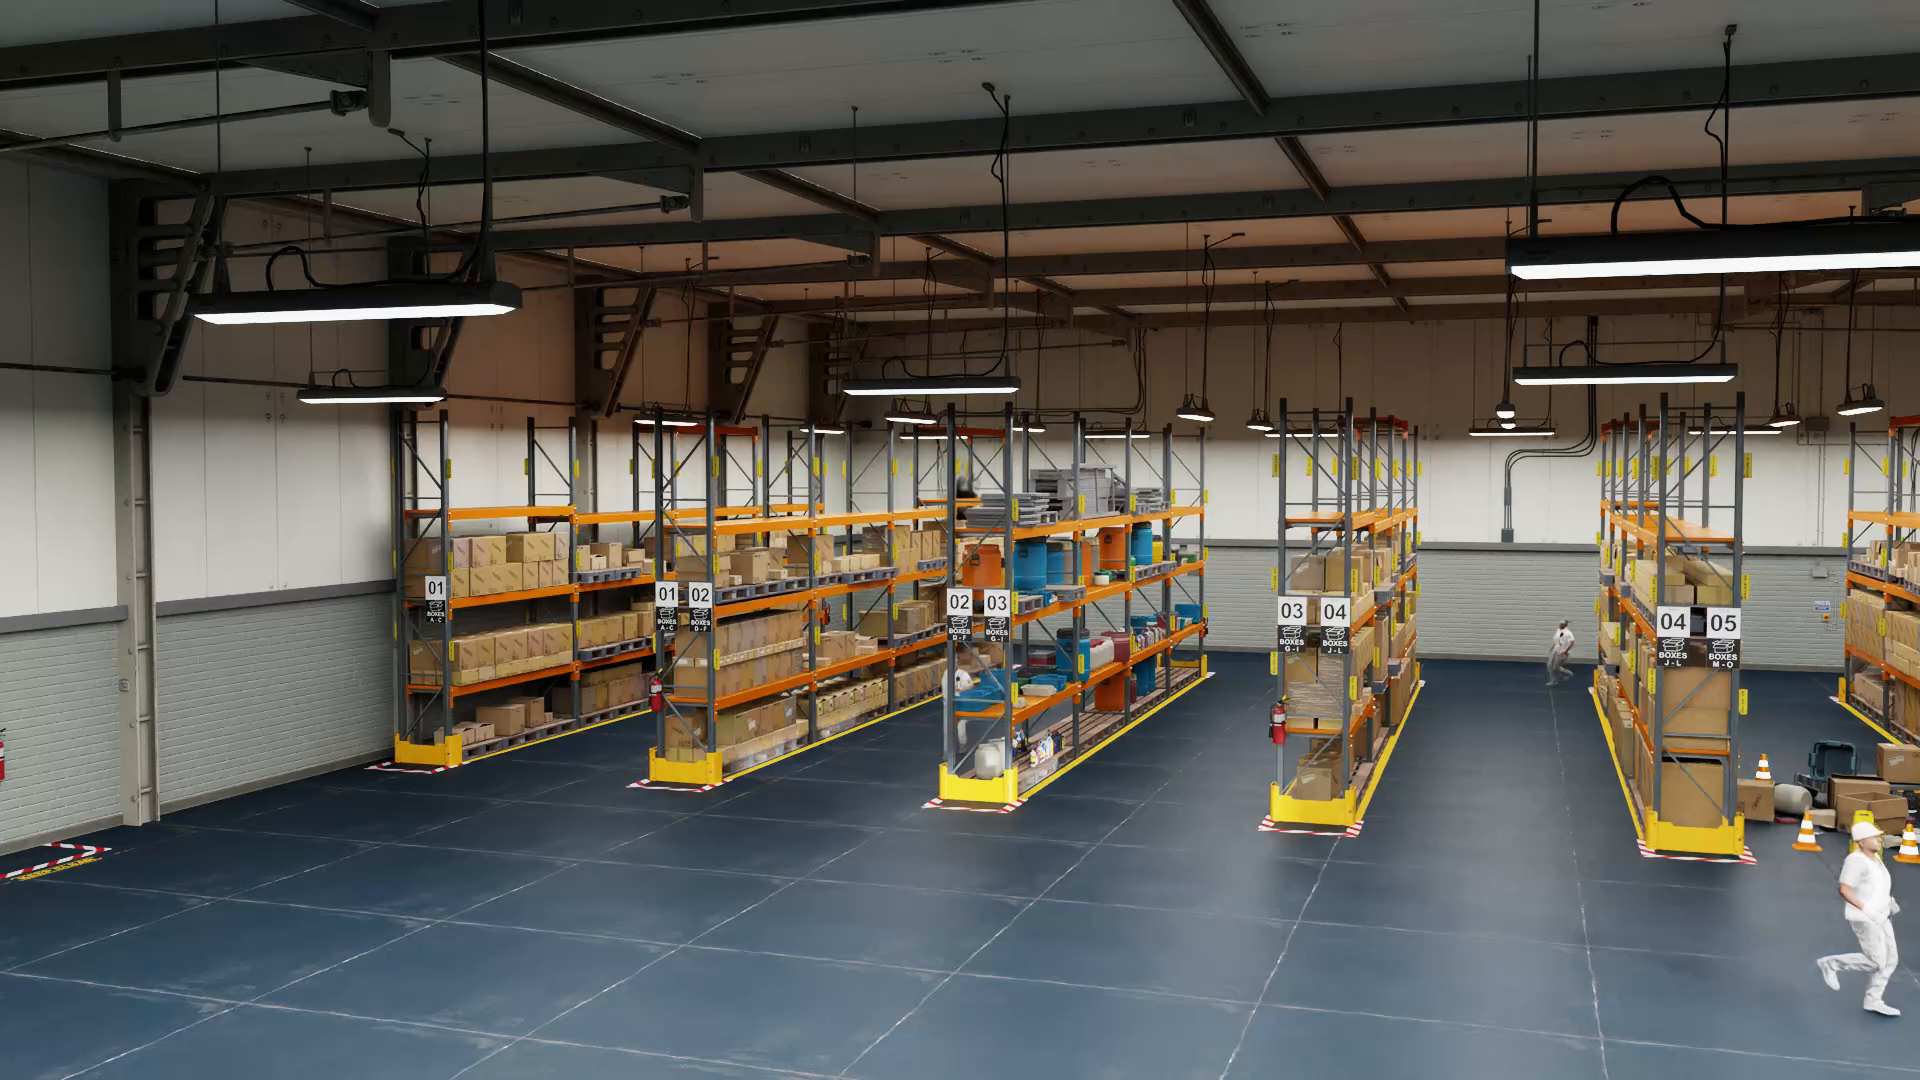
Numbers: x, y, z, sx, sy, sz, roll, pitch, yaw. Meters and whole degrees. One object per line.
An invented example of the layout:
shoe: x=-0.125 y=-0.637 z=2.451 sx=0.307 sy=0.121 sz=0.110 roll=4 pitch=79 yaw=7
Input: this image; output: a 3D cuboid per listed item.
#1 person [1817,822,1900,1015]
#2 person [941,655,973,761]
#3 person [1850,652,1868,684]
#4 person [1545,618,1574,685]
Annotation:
person: x=8.349 y=3.473 z=15.394 sx=0.683 sy=1.743 sz=0.689 roll=-2 pitch=3 yaw=-44
person: x=-0.056 y=2.884 z=28.808 sx=0.636 sy=1.831 sz=0.865 roll=1 pitch=3 yaw=21
person: x=19.870 y=2.602 z=36.744 sx=0.686 sy=1.656 sz=0.719 roll=2 pitch=3 yaw=44
person: x=13.927 y=2.585 z=38.331 sx=0.587 sy=1.618 sz=0.692 roll=-1 pitch=3 yaw=-14
